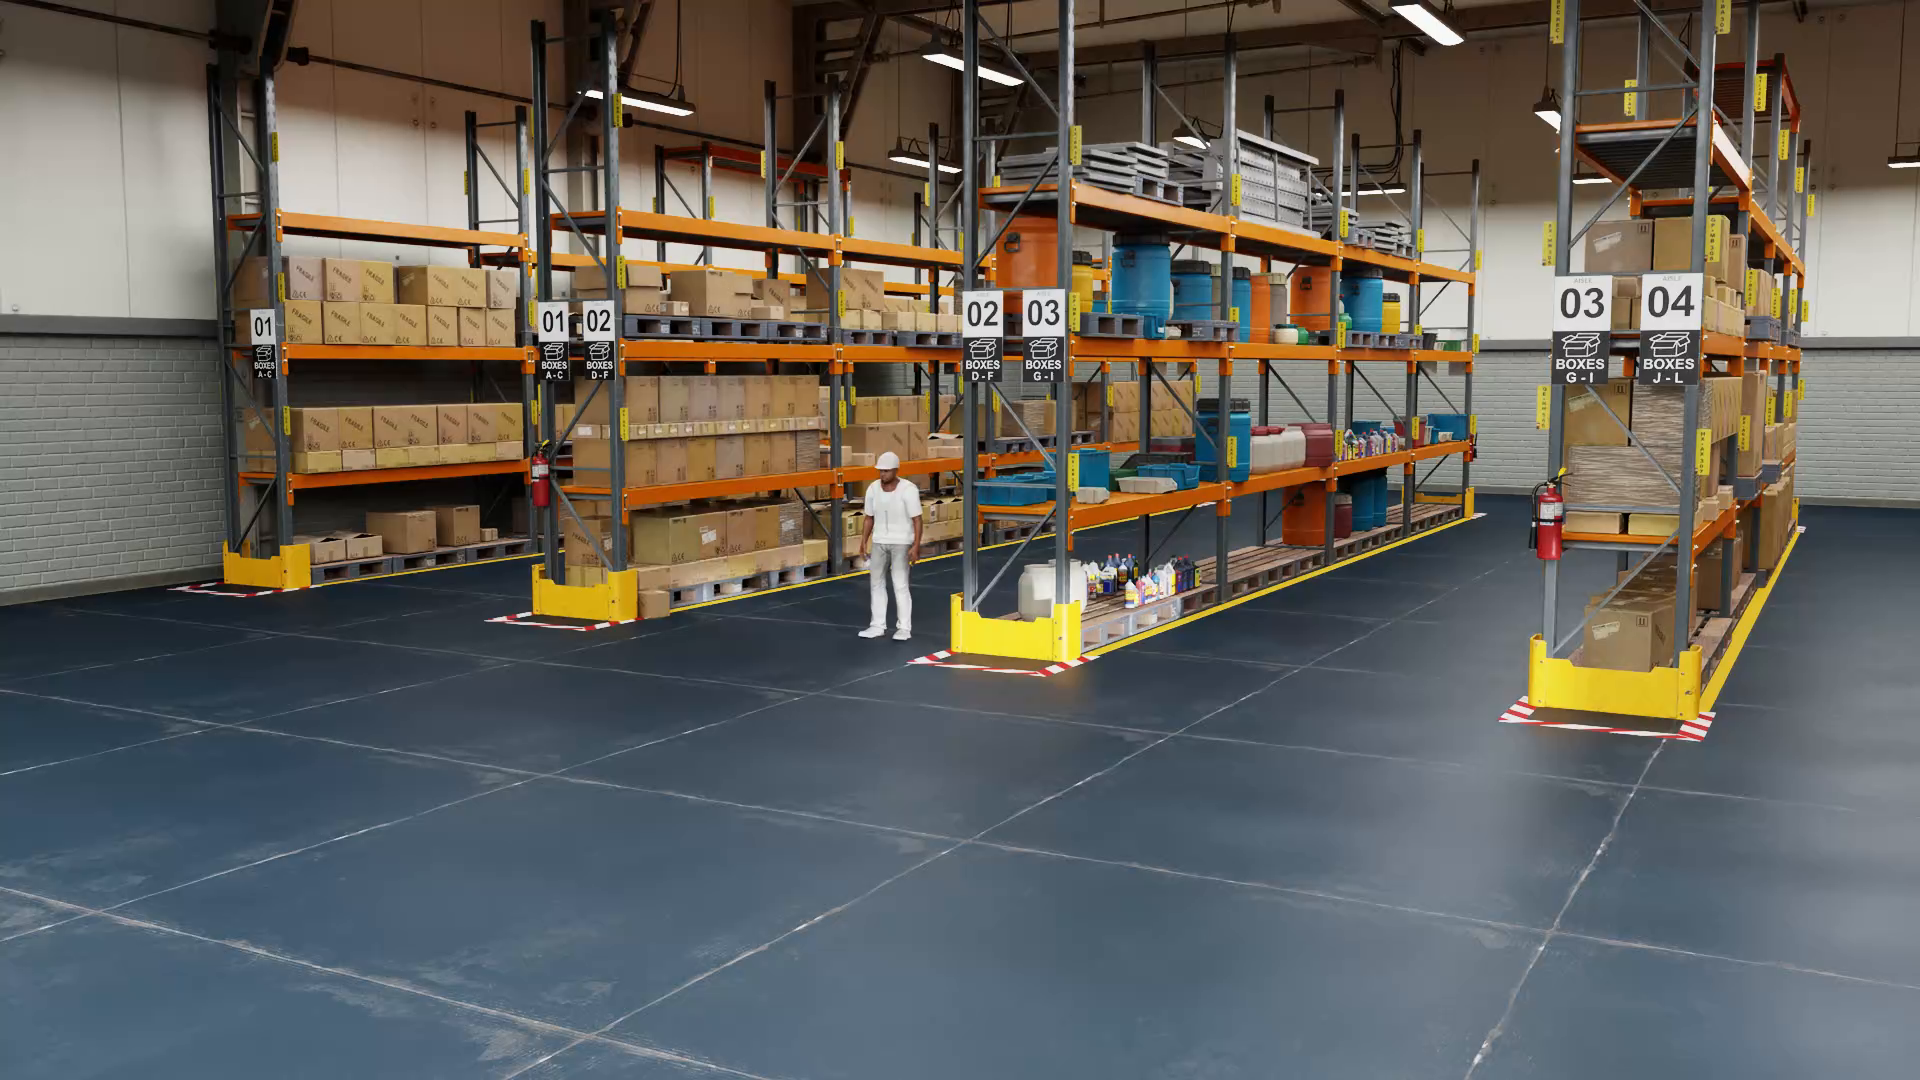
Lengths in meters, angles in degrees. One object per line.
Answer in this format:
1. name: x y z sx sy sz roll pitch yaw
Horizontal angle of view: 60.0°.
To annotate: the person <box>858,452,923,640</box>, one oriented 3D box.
1. person: -0.654 0.049 15.579 0.632 1.760 0.463 3 7 28
